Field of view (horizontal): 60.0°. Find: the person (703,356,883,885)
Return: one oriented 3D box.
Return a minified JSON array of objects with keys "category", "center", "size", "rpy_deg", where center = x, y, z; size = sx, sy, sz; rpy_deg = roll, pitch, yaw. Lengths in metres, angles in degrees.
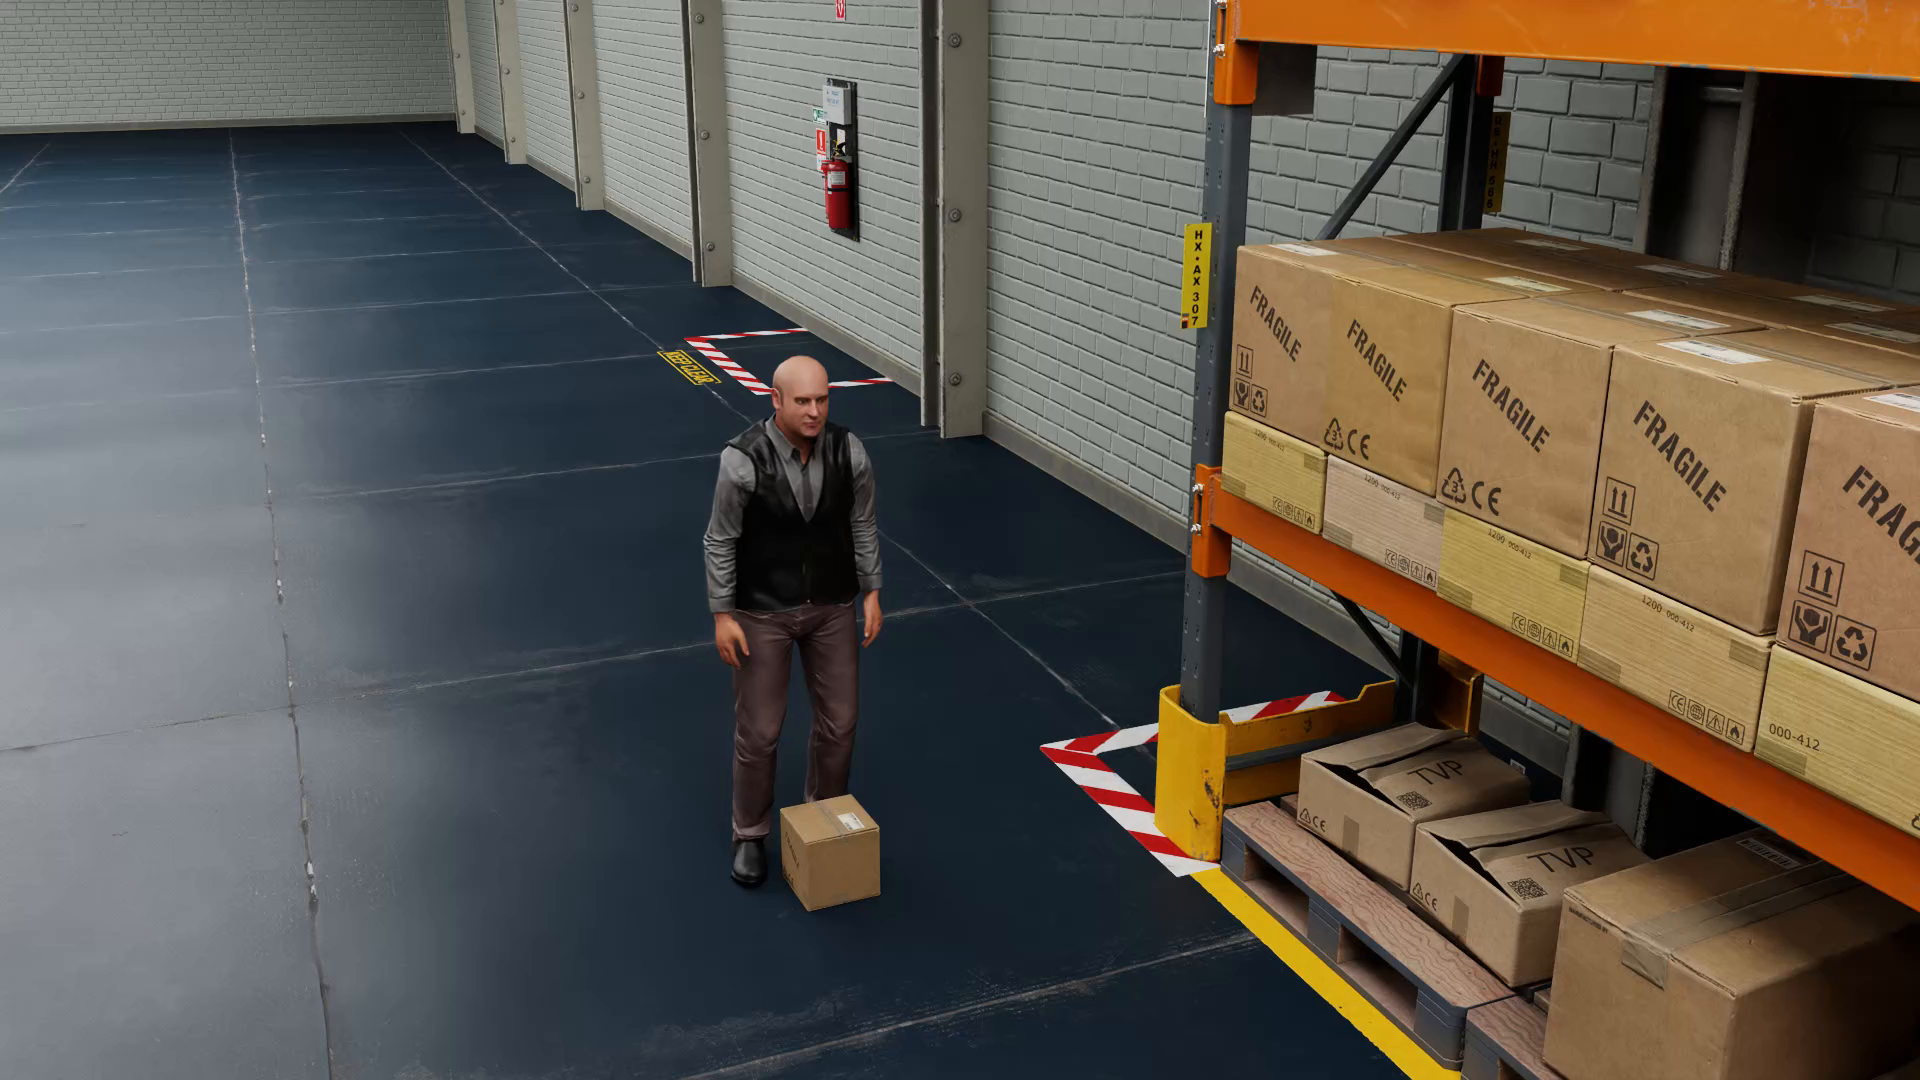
[{"category":"person","center":[-0.536,0.234,5.408],"size":[0.588,1.721,0.411],"rpy_deg":[-8,20,-23]}]
